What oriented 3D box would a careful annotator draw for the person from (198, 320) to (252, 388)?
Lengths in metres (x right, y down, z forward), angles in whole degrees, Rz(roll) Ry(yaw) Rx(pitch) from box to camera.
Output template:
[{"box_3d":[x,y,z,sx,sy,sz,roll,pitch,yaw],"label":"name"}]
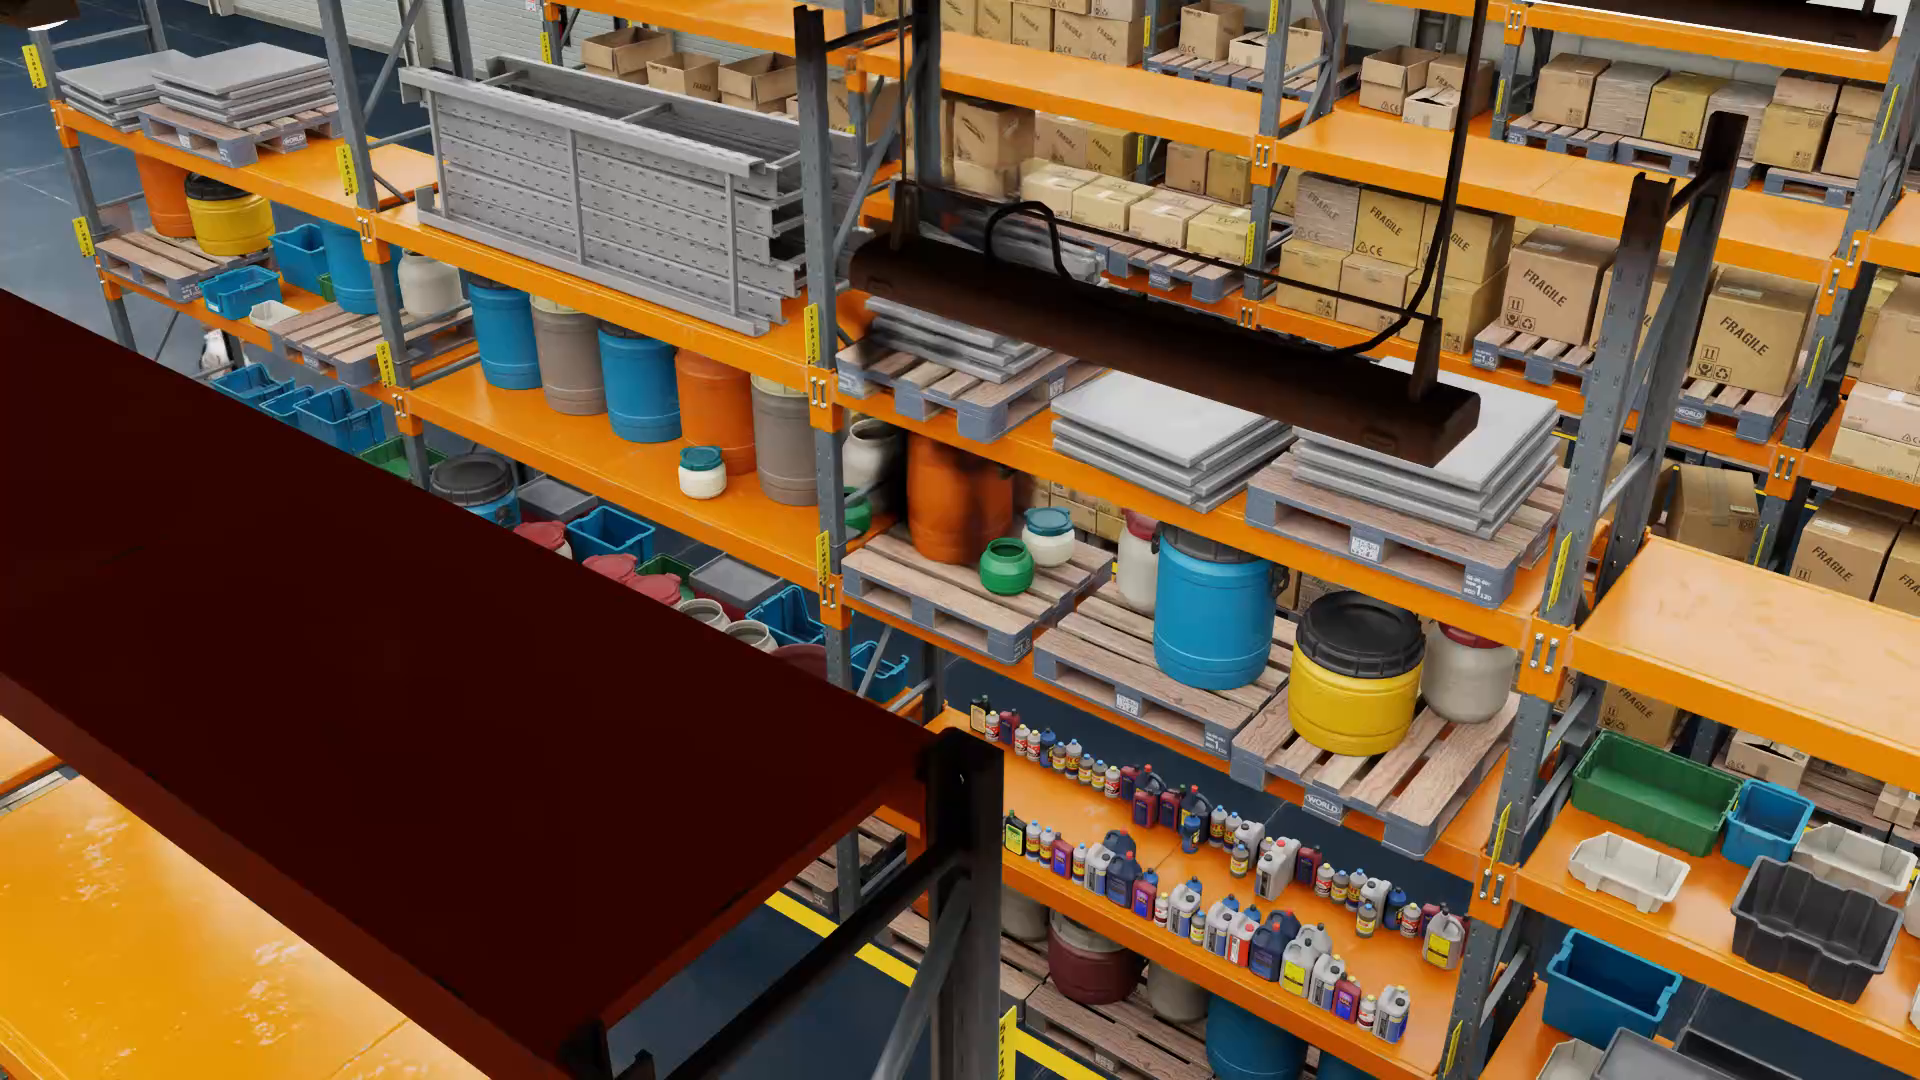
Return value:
[{"box_3d":[-7.008,-1.509,16.085,0.844,1.755,0.746,-2,31,-4],"label":"person"}]
